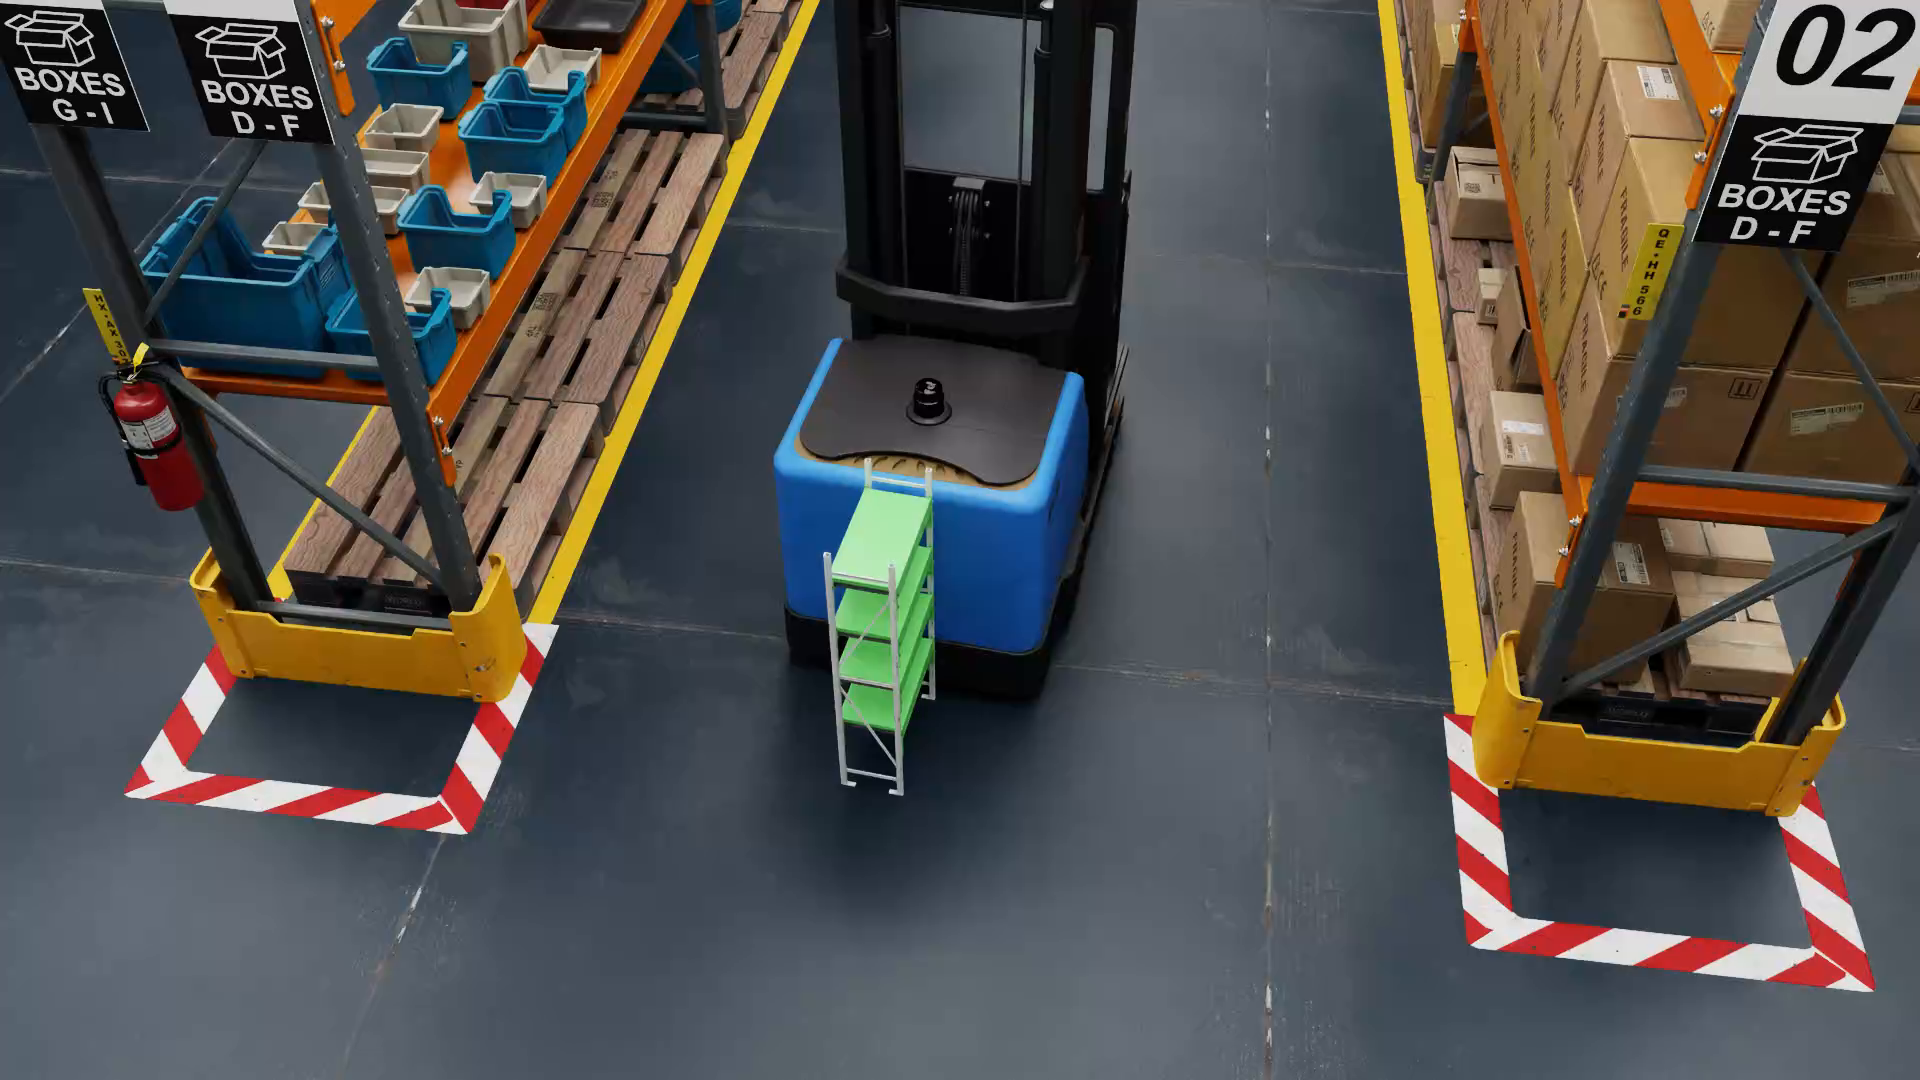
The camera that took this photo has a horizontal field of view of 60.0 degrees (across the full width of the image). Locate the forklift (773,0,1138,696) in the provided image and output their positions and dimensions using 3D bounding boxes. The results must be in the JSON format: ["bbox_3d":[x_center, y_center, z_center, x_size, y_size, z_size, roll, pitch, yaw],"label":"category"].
[{"bbox_3d":[0.145,-1.481,6.683,1.130,2.935,3.031,9,44,10],"label":"forklift"}]

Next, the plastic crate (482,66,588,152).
[{"bbox_3d":[-1.791,-1.828,7.077,0.416,0.233,0.300,5,44,6],"label":"plastic crate"}]

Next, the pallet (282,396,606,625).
[{"bbox_3d":[-2.216,-0.173,7.279,1.003,0.211,1.213,5,44,6],"label":"pallet"}]

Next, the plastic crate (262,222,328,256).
[{"bbox_3d":[-2.436,-1.125,6.405,0.396,0.136,0.243,5,44,6],"label":"plastic crate"}]

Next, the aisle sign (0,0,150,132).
[{"bbox_3d":[-2.664,-1.548,4.813,0.394,0.787,0.004,5,44,6],"label":"aisle sign"}]

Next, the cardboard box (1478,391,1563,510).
[{"bbox_3d":[2.529,-0.373,7.142,0.500,0.250,0.500,5,44,6],"label":"cardboard box"}]

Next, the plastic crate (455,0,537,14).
[{"bbox_3d":[-2.202,-2.812,7.948,0.402,0.464,0.583,5,44,6],"label":"plastic crate"}]

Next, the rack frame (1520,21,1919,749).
[{"bbox_3d":[2.545,-0.174,5.252,1.000,3.000,0.127,5,44,6],"label":"rack frame"}]

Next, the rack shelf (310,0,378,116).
[{"bbox_3d":[-2.100,-2.818,6.386,1.077,0.370,4.000,5,44,6],"label":"rack shelf"}]

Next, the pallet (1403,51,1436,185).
[{"bbox_3d":[3.144,-2.445,9.679,1.003,0.211,1.213,5,44,6],"label":"pallet"}]

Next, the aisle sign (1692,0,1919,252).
[{"bbox_3d":[2.233,-1.099,4.339,0.394,0.787,0.004,5,44,6],"label":"aisle sign"}]

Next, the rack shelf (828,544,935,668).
[{"bbox_3d":[-0.273,0.209,5.900,0.258,0.148,0.480,9,44,10],"label":"rack shelf"}]

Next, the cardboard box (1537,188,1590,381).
[{"bbox_3d":[2.400,-0.894,5.940,0.500,0.500,0.500,6,44,6],"label":"cardboard box"}]

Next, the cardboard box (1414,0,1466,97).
[{"bbox_3d":[2.929,-2.851,9.577,0.500,0.500,0.500,5,44,6],"label":"cardboard box"}]

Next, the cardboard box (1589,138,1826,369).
[{"bbox_3d":[2.332,-0.902,5.221,0.500,0.500,0.500,5,44,5],"label":"cardboard box"}]

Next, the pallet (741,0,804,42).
[{"bbox_3d":[-1.533,-3.696,11.000,1.003,0.211,1.213,5,44,6],"label":"pallet"}]

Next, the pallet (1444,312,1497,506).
[{"bbox_3d":[2.824,-0.586,7.715,1.003,0.211,1.213,5,44,6],"label":"pallet"}]

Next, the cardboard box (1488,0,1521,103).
[{"bbox_3d":[2.672,-2.265,7.387,0.500,0.500,0.500,6,44,6],"label":"cardboard box"}]

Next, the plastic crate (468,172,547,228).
[{"bbox_3d":[-1.791,-1.365,6.658,0.250,0.136,0.298,5,44,6],"label":"plastic crate"}]

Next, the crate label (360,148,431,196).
[{"bbox_3d":[-2.370,-1.513,6.815,0.396,0.136,0.243,5,44,6],"label":"crate label"}]

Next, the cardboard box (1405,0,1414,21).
[{"bbox_3d":[3.061,-3.539,10.304,0.500,0.500,0.500,4,44,4],"label":"cardboard box"}]

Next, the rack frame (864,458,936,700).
[{"bbox_3d":[-0.215,0.174,6.193,0.240,1.200,0.015,9,44,10],"label":"rack frame"}]

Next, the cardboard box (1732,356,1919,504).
[{"bbox_3d":[2.865,-0.489,5.512,0.500,0.500,0.500,6,44,6],"label":"cardboard box"}]

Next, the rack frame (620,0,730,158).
[{"bbox_3d":[-1.835,-3.353,8.609,1.000,3.000,0.127,5,44,6],"label":"rack frame"}]

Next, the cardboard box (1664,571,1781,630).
[{"bbox_3d":[2.975,0.270,6.523,0.380,0.166,0.250,5,44,6],"label":"cardboard box"}]

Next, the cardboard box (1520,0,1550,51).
[{"bbox_3d":[2.597,-2.302,6.700,0.500,0.500,0.500,4,44,4],"label":"cardboard box"}]

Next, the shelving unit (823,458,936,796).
[{"bbox_3d":[-0.273,0.337,6.021,0.258,1.200,0.503,9,44,10],"label":"shelving unit"}]

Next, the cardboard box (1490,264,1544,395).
[{"bbox_3d":[2.831,-0.873,7.486,0.797,0.503,0.637,5,44,6],"label":"cardboard box"}]

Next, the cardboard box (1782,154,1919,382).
[{"bbox_3d":[2.865,-0.852,5.168,0.500,0.500,0.500,6,44,7],"label":"cardboard box"}]

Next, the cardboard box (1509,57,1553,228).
[{"bbox_3d":[2.538,-1.577,6.661,0.500,0.500,0.500,5,44,5],"label":"cardboard box"}]

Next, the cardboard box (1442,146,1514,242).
[{"bbox_3d":[2.804,-1.817,8.623,0.500,0.311,0.500,5,44,6],"label":"cardboard box"}]

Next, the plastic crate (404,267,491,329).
[{"bbox_3d":[-1.880,-0.902,6.169,0.250,0.136,0.298,5,44,6],"label":"plastic crate"}]

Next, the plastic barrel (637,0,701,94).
[{"bbox_3d":[-1.746,-3.113,9.576,0.600,0.901,0.708,5,44,6],"label":"plastic barrel"}]

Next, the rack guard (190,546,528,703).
[{"bbox_3d":[-2.354,0.298,6.571,1.175,0.500,0.348,5,44,6],"label":"rack guard"}]

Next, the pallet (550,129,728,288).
[{"bbox_3d":[-1.894,-1.836,9.035,1.003,0.211,1.213,5,44,6],"label":"pallet"}]

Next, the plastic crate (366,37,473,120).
[{"bbox_3d":[-2.347,-2.011,7.270,0.416,0.233,0.300,5,44,6],"label":"plastic crate"}]

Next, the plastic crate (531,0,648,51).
[{"bbox_3d":[-1.717,-2.488,7.852,0.437,0.125,0.590,5,44,6],"label":"plastic crate"}]

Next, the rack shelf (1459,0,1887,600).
[{"bbox_3d":[2.810,-1.276,6.939,1.077,0.370,4.000,5,44,6],"label":"rack shelf"}]

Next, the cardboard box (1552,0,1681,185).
[{"bbox_3d":[2.462,-1.600,5.958,0.500,0.500,0.500,6,44,7],"label":"cardboard box"}]

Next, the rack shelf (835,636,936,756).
[{"bbox_3d":[-0.273,0.558,6.230,0.258,0.148,0.480,9,44,10],"label":"rack shelf"}]

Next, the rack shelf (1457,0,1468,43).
[{"bbox_3d":[3.339,-4.002,9.818,1.077,0.370,4.000,5,44,6],"label":"rack shelf"}]

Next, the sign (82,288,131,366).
[{"bbox_3d":[-2.911,-0.725,5.715,0.100,0.325,0.005,5,44,6],"label":"sign"}]

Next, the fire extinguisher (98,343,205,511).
[{"bbox_3d":[-2.834,-0.402,5.820,0.296,0.674,0.183,5,44,6],"label":"fire extinguisher"}]
